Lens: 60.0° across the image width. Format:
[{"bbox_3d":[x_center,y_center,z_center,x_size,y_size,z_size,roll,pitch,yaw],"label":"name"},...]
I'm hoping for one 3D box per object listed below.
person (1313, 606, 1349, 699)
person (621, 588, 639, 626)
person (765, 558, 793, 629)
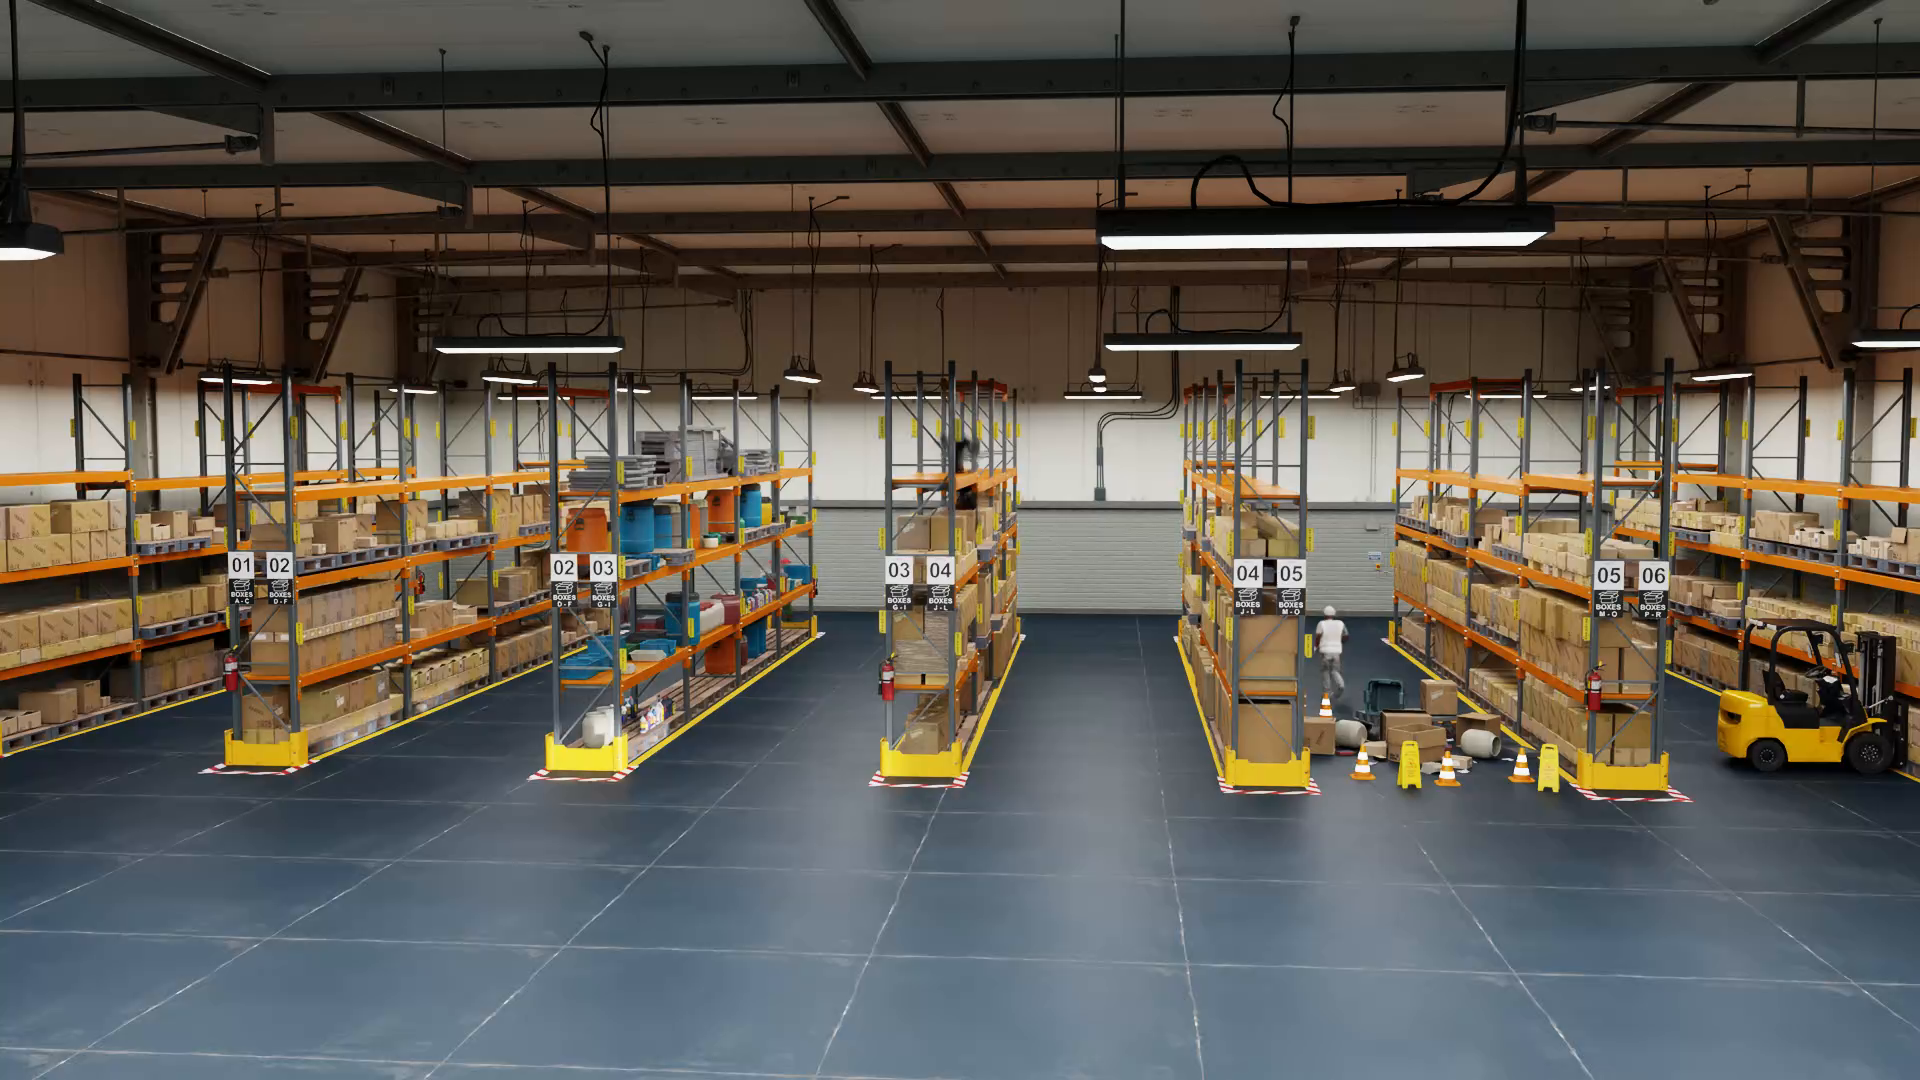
[{"bbox_3d":[6.942,2.110,31.000,0.681,1.732,0.785,0,4,-6],"label":"person"},{"bbox_3d":[-8.426,1.429,41.856,0.724,1.675,0.561,4,5,45],"label":"person"},{"bbox_3d":[-4.398,1.342,41.569,0.981,1.758,0.698,1,4,21],"label":"person"}]
